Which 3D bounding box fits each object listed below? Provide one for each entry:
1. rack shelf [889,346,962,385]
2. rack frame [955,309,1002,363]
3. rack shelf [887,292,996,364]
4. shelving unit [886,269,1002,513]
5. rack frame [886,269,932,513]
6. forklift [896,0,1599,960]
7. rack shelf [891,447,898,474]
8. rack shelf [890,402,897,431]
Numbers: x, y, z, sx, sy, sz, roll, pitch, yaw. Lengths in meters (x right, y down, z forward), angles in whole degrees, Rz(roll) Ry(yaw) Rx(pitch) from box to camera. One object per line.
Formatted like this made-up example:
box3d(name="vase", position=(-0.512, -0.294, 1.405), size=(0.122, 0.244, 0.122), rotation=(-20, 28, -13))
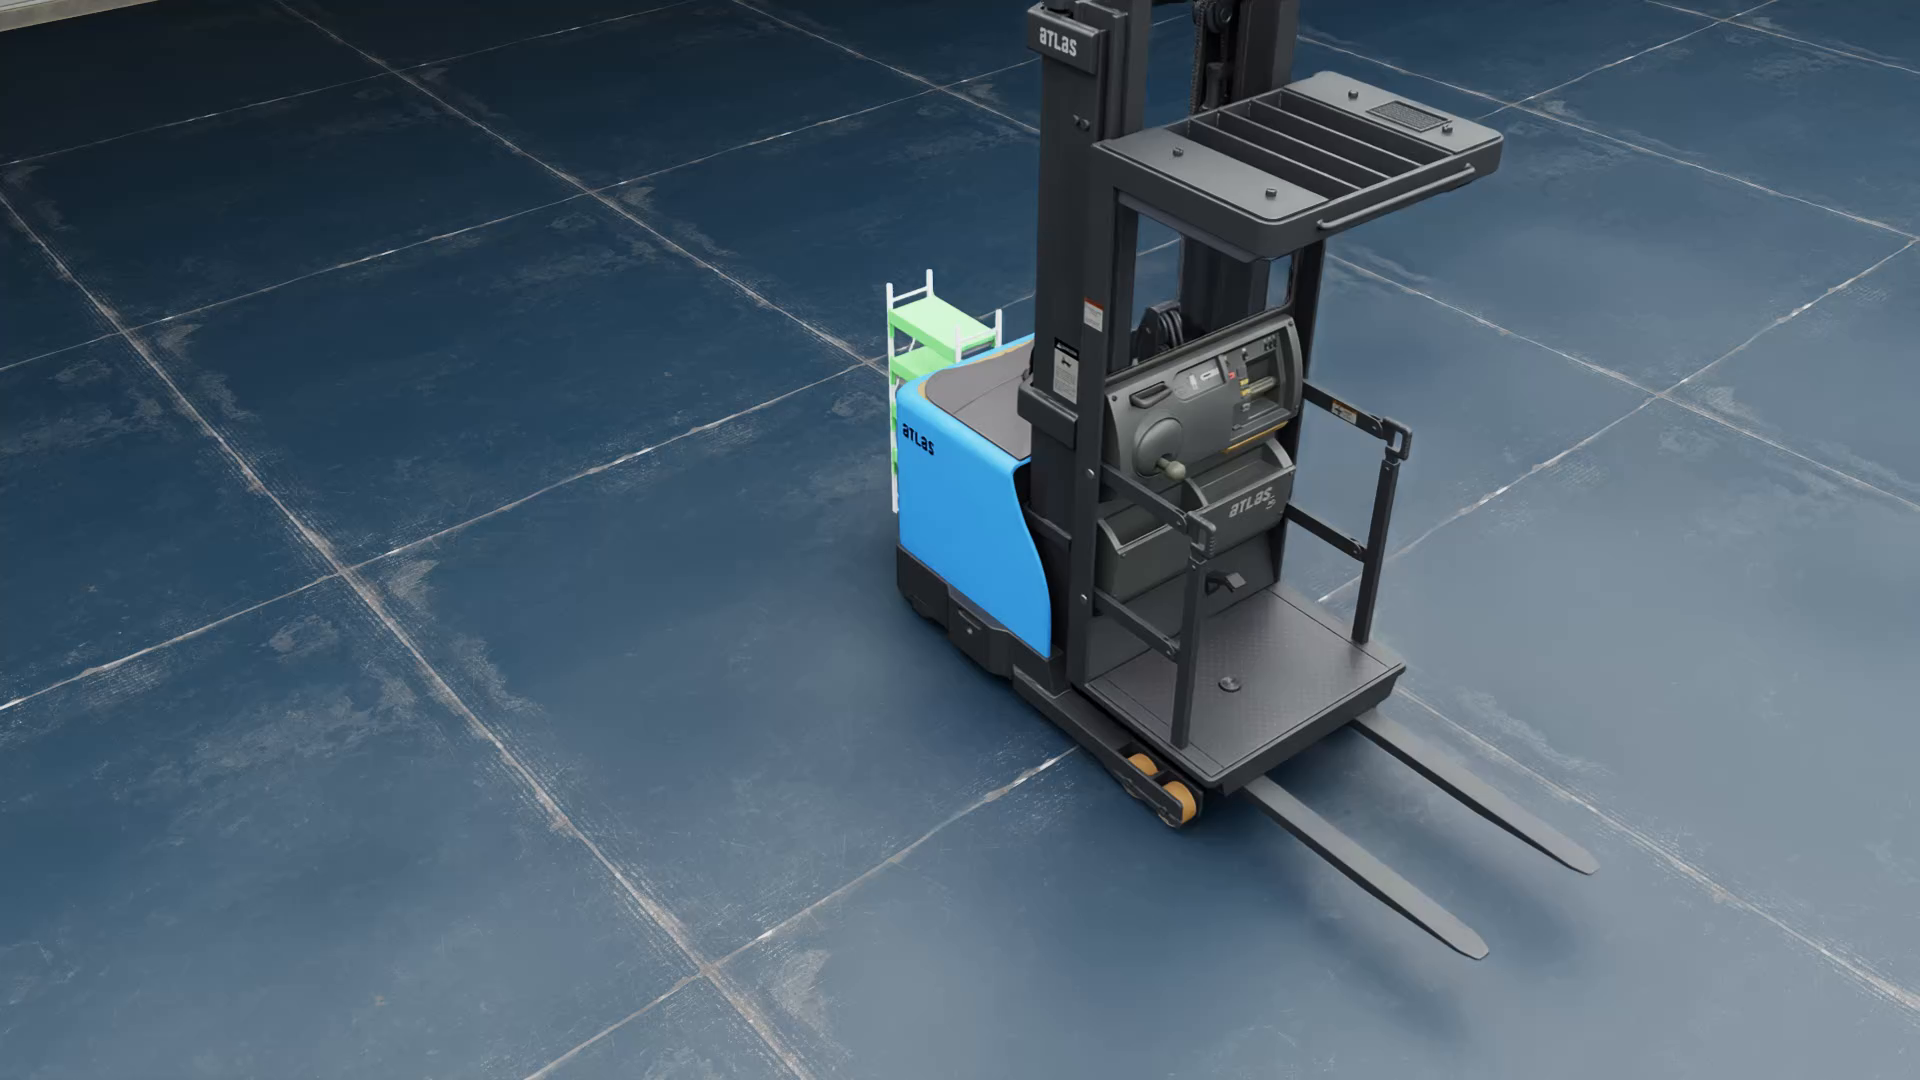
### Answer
box3d(name="rack shelf", position=(-0.072, -0.698, 7.393), size=(0.258, 0.148, 0.480), rotation=(-24, 42, -30))
box3d(name="rack frame", position=(0.078, -0.443, 7.338), size=(0.240, 1.200, 0.015), rotation=(-24, 42, -30))
box3d(name="rack shelf", position=(-0.072, -0.894, 7.254), size=(0.258, 0.148, 0.480), rotation=(-24, 42, -30))
box3d(name="shelving unit", position=(-0.072, -0.555, 7.495), size=(0.258, 1.200, 0.503), rotation=(-24, 42, -30))
box3d(name="rack frame", position=(-0.222, -0.666, 7.652), size=(0.240, 1.200, 0.015), rotation=(-24, 42, -30))
box3d(name="forklift", position=(1.025, -0.451, 5.850), size=(1.130, 2.935, 3.031), rotation=(-24, 42, -30))
box3d(name="rack shelf", position=(-0.072, -0.307, 7.671), size=(0.258, 0.148, 0.480), rotation=(-24, 42, -30))
box3d(name="rack shelf", position=(-0.072, -0.502, 7.532), size=(0.258, 0.148, 0.480), rotation=(-24, 42, -30))
